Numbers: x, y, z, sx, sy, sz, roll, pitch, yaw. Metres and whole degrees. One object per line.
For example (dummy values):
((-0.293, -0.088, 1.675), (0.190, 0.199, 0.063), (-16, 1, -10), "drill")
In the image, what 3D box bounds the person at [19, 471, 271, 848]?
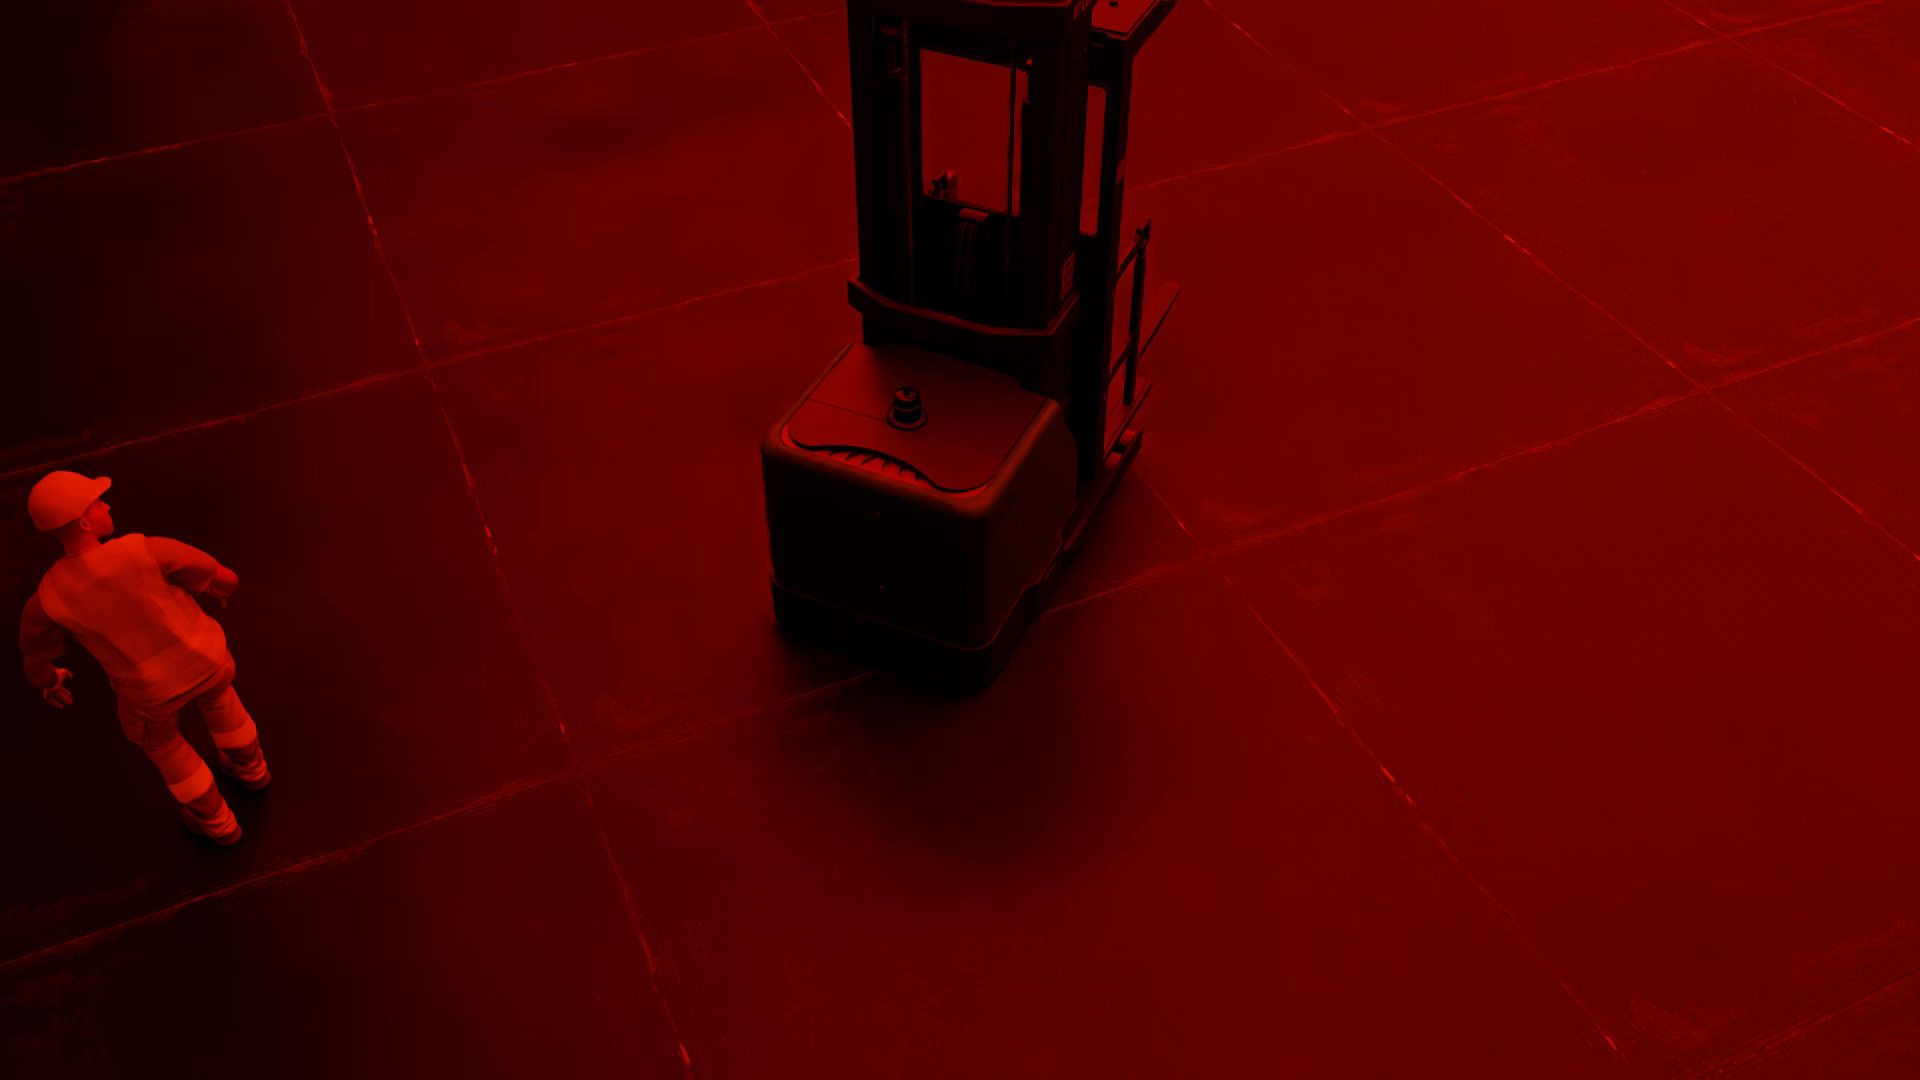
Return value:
((-2.972, 0.438, 6.090), (0.740, 1.741, 0.512), (-30, 51, -29), "person")

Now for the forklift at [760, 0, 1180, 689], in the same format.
((0.252, -1.451, 7.235), (1.130, 2.935, 3.031), (17, 46, 18), "forklift")
